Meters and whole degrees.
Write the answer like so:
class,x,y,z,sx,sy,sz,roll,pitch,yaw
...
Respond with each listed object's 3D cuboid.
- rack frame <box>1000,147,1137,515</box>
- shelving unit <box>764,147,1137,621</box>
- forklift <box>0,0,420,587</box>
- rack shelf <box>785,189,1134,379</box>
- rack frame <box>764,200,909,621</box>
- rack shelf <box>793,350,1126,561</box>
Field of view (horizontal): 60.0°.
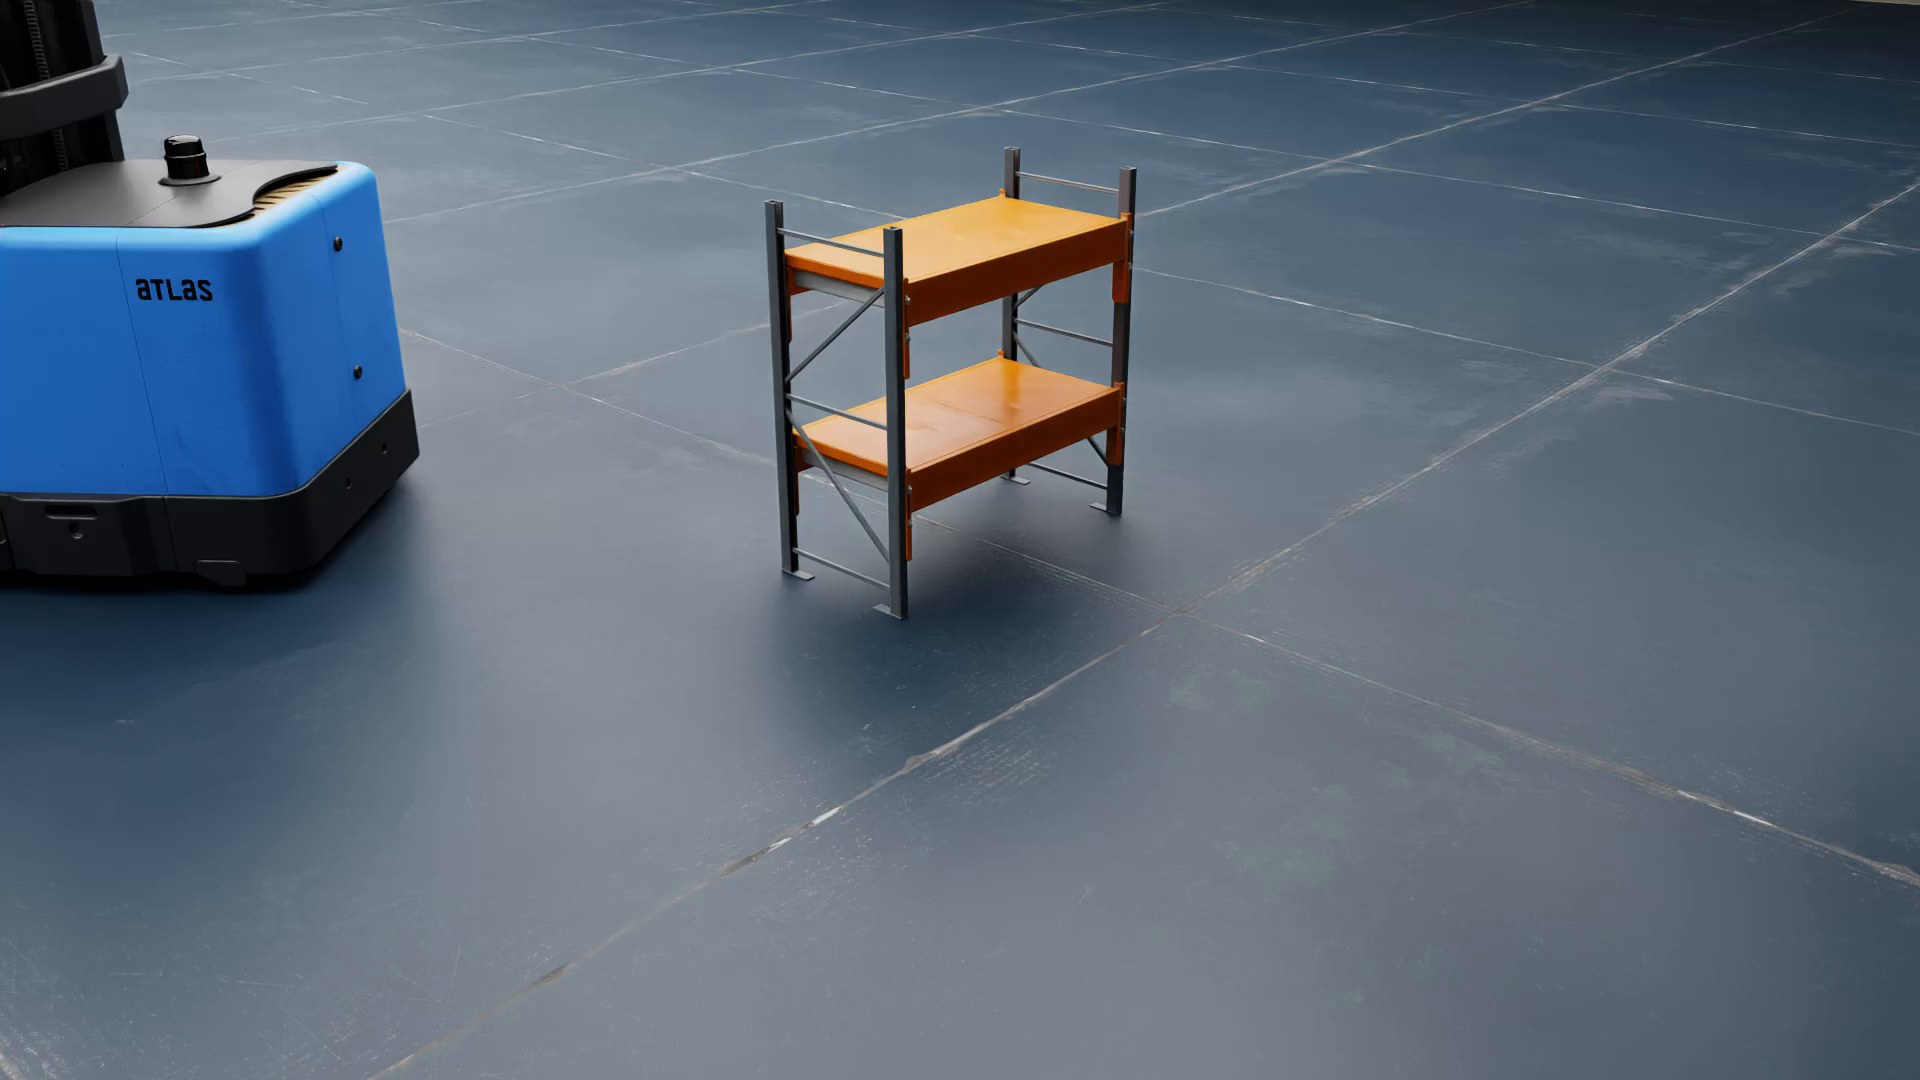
class,x,y,z,sx,sy,sz,roll,pitch,yaw
rack frame,0.335,-0.666,5.361,0.500,1.125,0.032,20,31,38
shelving unit,-0.005,-0.511,5.015,0.538,1.125,1.048,20,31,38
forklift,-3.392,-1.413,4.819,3.031,2.935,1.130,1,24,3
rack shelf,-0.005,-0.778,4.896,0.538,0.278,1.000,20,31,38
rack frame,-0.344,-0.356,4.670,0.500,1.125,0.032,20,31,38
rack shelf,-0.005,-0.288,5.115,0.538,0.278,1.000,20,31,38
